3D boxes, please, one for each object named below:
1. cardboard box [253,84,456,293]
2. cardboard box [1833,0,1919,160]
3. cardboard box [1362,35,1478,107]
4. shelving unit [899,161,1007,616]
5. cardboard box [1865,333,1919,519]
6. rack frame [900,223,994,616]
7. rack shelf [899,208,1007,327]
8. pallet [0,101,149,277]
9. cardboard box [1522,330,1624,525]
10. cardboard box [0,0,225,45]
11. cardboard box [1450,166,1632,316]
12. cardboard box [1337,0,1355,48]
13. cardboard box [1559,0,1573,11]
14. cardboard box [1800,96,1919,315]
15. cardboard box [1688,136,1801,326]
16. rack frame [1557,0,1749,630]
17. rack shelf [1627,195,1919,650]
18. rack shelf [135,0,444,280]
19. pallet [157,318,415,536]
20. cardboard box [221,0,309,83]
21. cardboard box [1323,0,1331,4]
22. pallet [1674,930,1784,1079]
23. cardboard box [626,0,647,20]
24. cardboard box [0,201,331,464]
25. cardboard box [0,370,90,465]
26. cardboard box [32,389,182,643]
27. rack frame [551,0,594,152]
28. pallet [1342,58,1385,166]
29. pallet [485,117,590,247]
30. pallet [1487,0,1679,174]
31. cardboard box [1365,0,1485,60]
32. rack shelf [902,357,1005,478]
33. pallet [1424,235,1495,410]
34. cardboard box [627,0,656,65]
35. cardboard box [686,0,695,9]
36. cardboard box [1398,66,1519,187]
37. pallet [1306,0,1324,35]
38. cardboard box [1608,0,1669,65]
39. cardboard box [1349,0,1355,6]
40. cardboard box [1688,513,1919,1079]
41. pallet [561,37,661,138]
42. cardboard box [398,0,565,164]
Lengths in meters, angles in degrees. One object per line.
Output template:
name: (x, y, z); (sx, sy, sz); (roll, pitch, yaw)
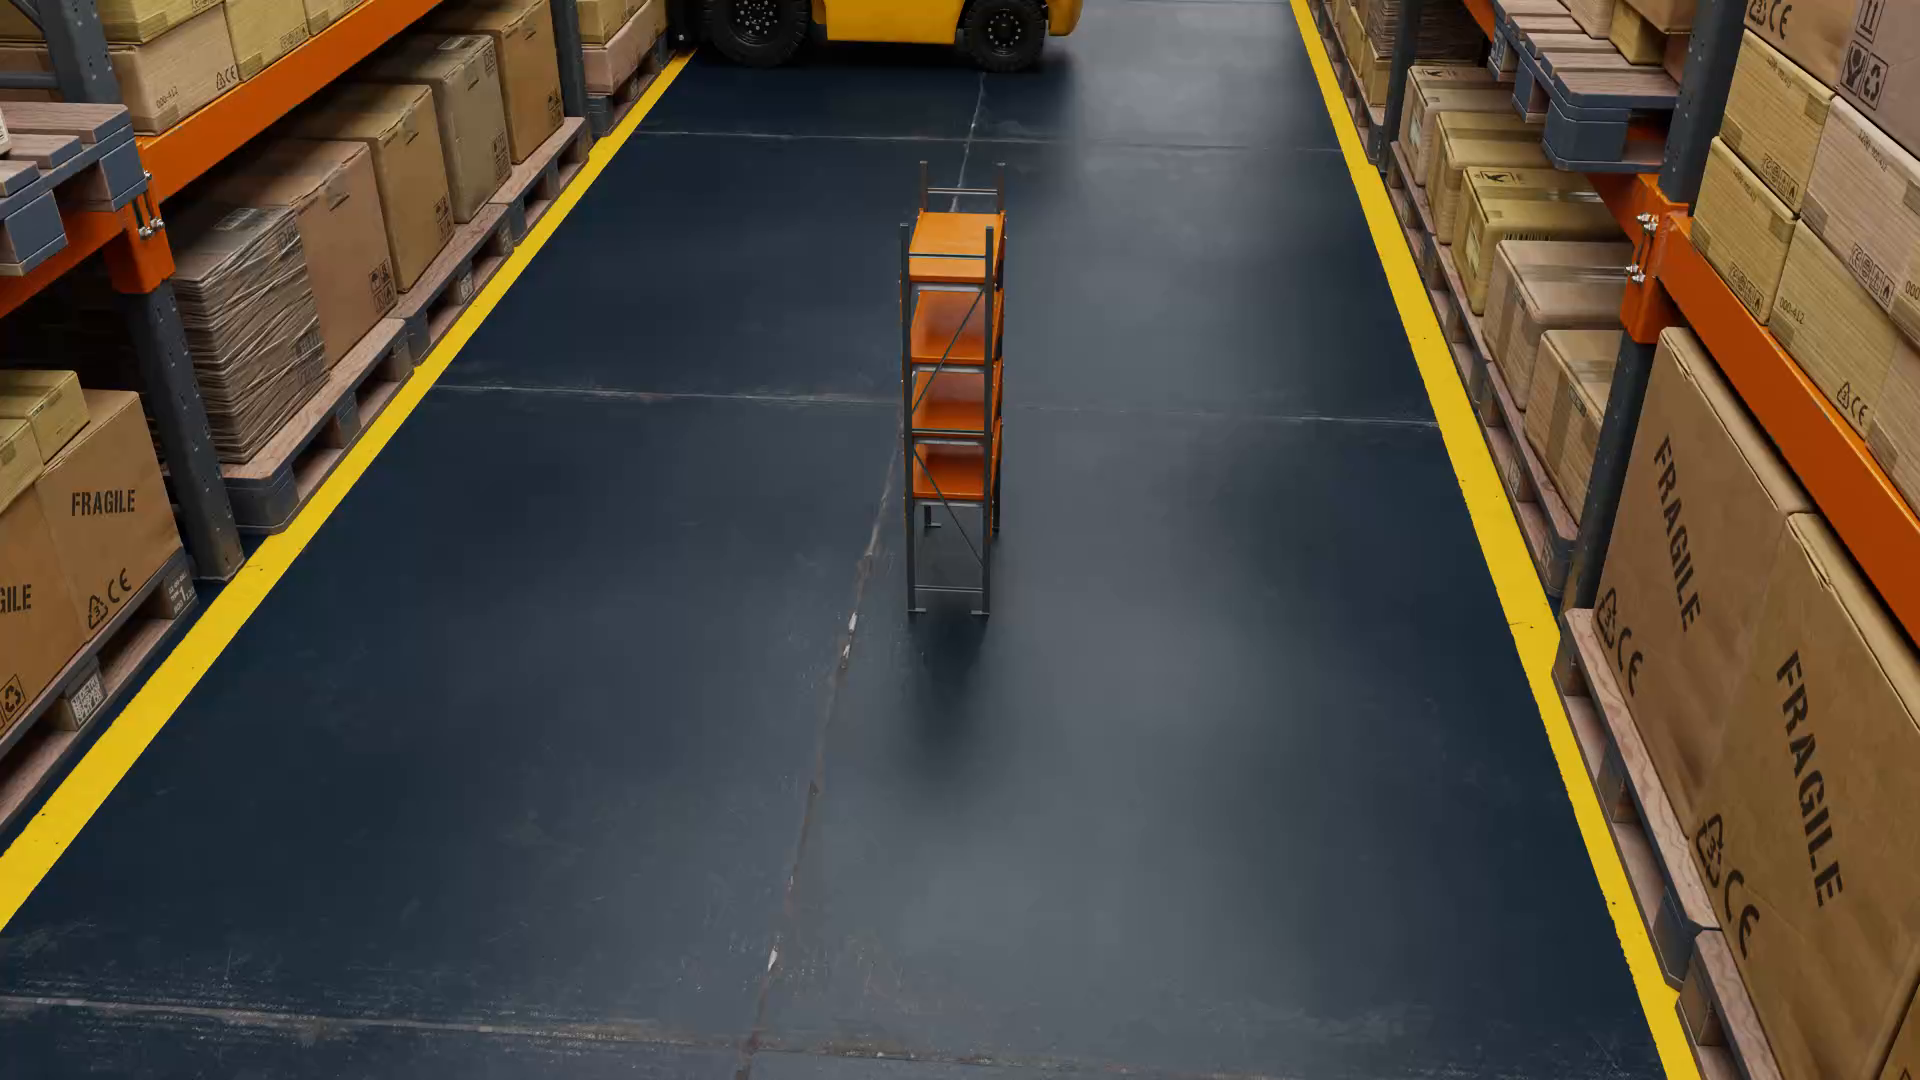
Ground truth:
cardboard box: (-2.544, -1.384, 6.500); (0.875, 0.625, 0.625); (1, 32, 2)
cardboard box: (1.925, -0.948, 2.880); (0.500, 0.500, 0.500); (3, 32, 4)
cardboard box: (2.345, -2.407, 8.518); (0.500, 0.250, 0.500); (4, 32, 6)
shelving unit: (-0.013, -0.424, 4.795); (0.258, 1.200, 0.503); (2, 32, 4)
cardboard box: (1.876, -0.134, 2.752); (0.500, 0.250, 0.500); (3, 32, 6)
rack frame: (-0.033, -0.297, 4.588); (0.240, 1.200, 0.015); (2, 32, 4)
rack shelf: (-0.013, -0.759, 4.589); (0.258, 0.148, 0.480); (2, 32, 4)
pallet: (-2.693, -0.758, 3.803); (1.213, 0.211, 1.003); (2, 32, 4)
cardboard box: (2.296, -0.342, 5.050); (0.950, 0.372, 0.625); (0, 32, 1)
cardboard box: (-2.403, -1.566, 4.599); (0.500, 0.250, 0.500); (2, 32, 4)
cardboard box: (2.415, -1.124, 6.320); (0.950, 0.372, 0.625); (3, 32, 6)
cardboard box: (2.425, -2.952, 9.401); (0.500, 0.250, 0.500); (3, 32, 5)
cardboard box: (1.986, -1.648, 4.905); (0.380, 0.149, 0.250); (1, 32, 2)
cardboard box: (1.909, -0.611, 3.049); (0.500, 0.250, 0.500); (3, 32, 5)
cardboard box: (1.949, -0.678, 3.634); (0.500, 0.250, 0.500); (2, 32, 3)
rack frame: (2.240, -0.987, 3.992); (1.000, 3.000, 0.127); (2, 32, 4)
rack shelf: (2.077, 0.365, 2.484); (1.077, 0.370, 4.000); (2, 32, 4)
rack shelf: (-2.545, -1.936, 6.219); (1.077, 0.370, 4.000); (2, 32, 4)
pallet: (-2.602, -0.439, 5.760); (1.003, 0.211, 1.213); (2, 32, 4)
cardboard box: (-2.382, -1.617, 5.158); (0.500, 0.250, 0.500); (2, 32, 3)
cardboard box: (2.501, -3.502, 10.293); (0.500, 0.250, 0.500); (4, 32, 6)
pallet: (1.998, 1.246, 3.028); (1.003, 0.211, 1.213); (2, 32, 4)
cardboard box: (-1.996, -3.013, 9.024); (0.500, 0.250, 0.500); (2, 32, 4)
cardboard box: (-2.644, -0.690, 5.374); (0.875, 0.625, 0.625); (3, 32, 6)
cardboard box: (-2.496, -0.319, 4.272); (0.380, 0.149, 0.250); (1, 32, 2)
cardboard box: (-2.528, -0.081, 4.505); (0.500, 0.500, 0.500); (3, 32, 5)
rack frame: (-2.382, -3.288, 7.727); (1.000, 3.000, 0.127); (2, 32, 4)
pallet: (2.585, -2.244, 8.690); (1.003, 0.211, 1.213); (2, 32, 4)
pallet: (-2.403, -1.714, 7.831); (1.003, 0.211, 1.213); (2, 32, 4)
pallet: (2.191, -1.282, 4.655); (1.213, 0.211, 1.003); (2, 32, 4)
cardboard box: (2.346, -2.727, 8.321); (0.500, 0.500, 0.500); (2, 32, 3)
rack shelf: (-0.013, -0.367, 4.830); (0.258, 0.148, 0.480); (2, 32, 4)
pallet: (2.407, -0.844, 6.419); (1.003, 0.211, 1.213); (2, 32, 4)
cardboard box: (-1.987, -2.802, 9.158); (0.500, 0.250, 0.500); (2, 32, 3)
cardboard box: (-1.900, -3.336, 10.024); (0.500, 0.250, 0.500); (3, 32, 6)
cardboard box: (2.525, -1.864, 7.520); (0.950, 0.372, 0.625); (3, 32, 5)
pallet: (2.783, -3.520, 10.760); (1.003, 0.211, 1.213); (2, 32, 4)
cardboard box: (1.981, -1.383, 4.475); (0.380, 0.149, 0.250); (3, 32, 5)
cardboard box: (2.426, -3.260, 9.186); (0.500, 0.500, 0.500); (4, 32, 7)
cardboard box: (2.024, 0.563, 3.103); (0.875, 0.875, 0.875); (3, 32, 5)
pallet: (-2.276, -2.515, 9.130); (1.003, 0.211, 1.213); (2, 32, 4)
cardboard box: (-2.414, -2.183, 7.796); (0.875, 0.625, 0.625); (4, 32, 6)
